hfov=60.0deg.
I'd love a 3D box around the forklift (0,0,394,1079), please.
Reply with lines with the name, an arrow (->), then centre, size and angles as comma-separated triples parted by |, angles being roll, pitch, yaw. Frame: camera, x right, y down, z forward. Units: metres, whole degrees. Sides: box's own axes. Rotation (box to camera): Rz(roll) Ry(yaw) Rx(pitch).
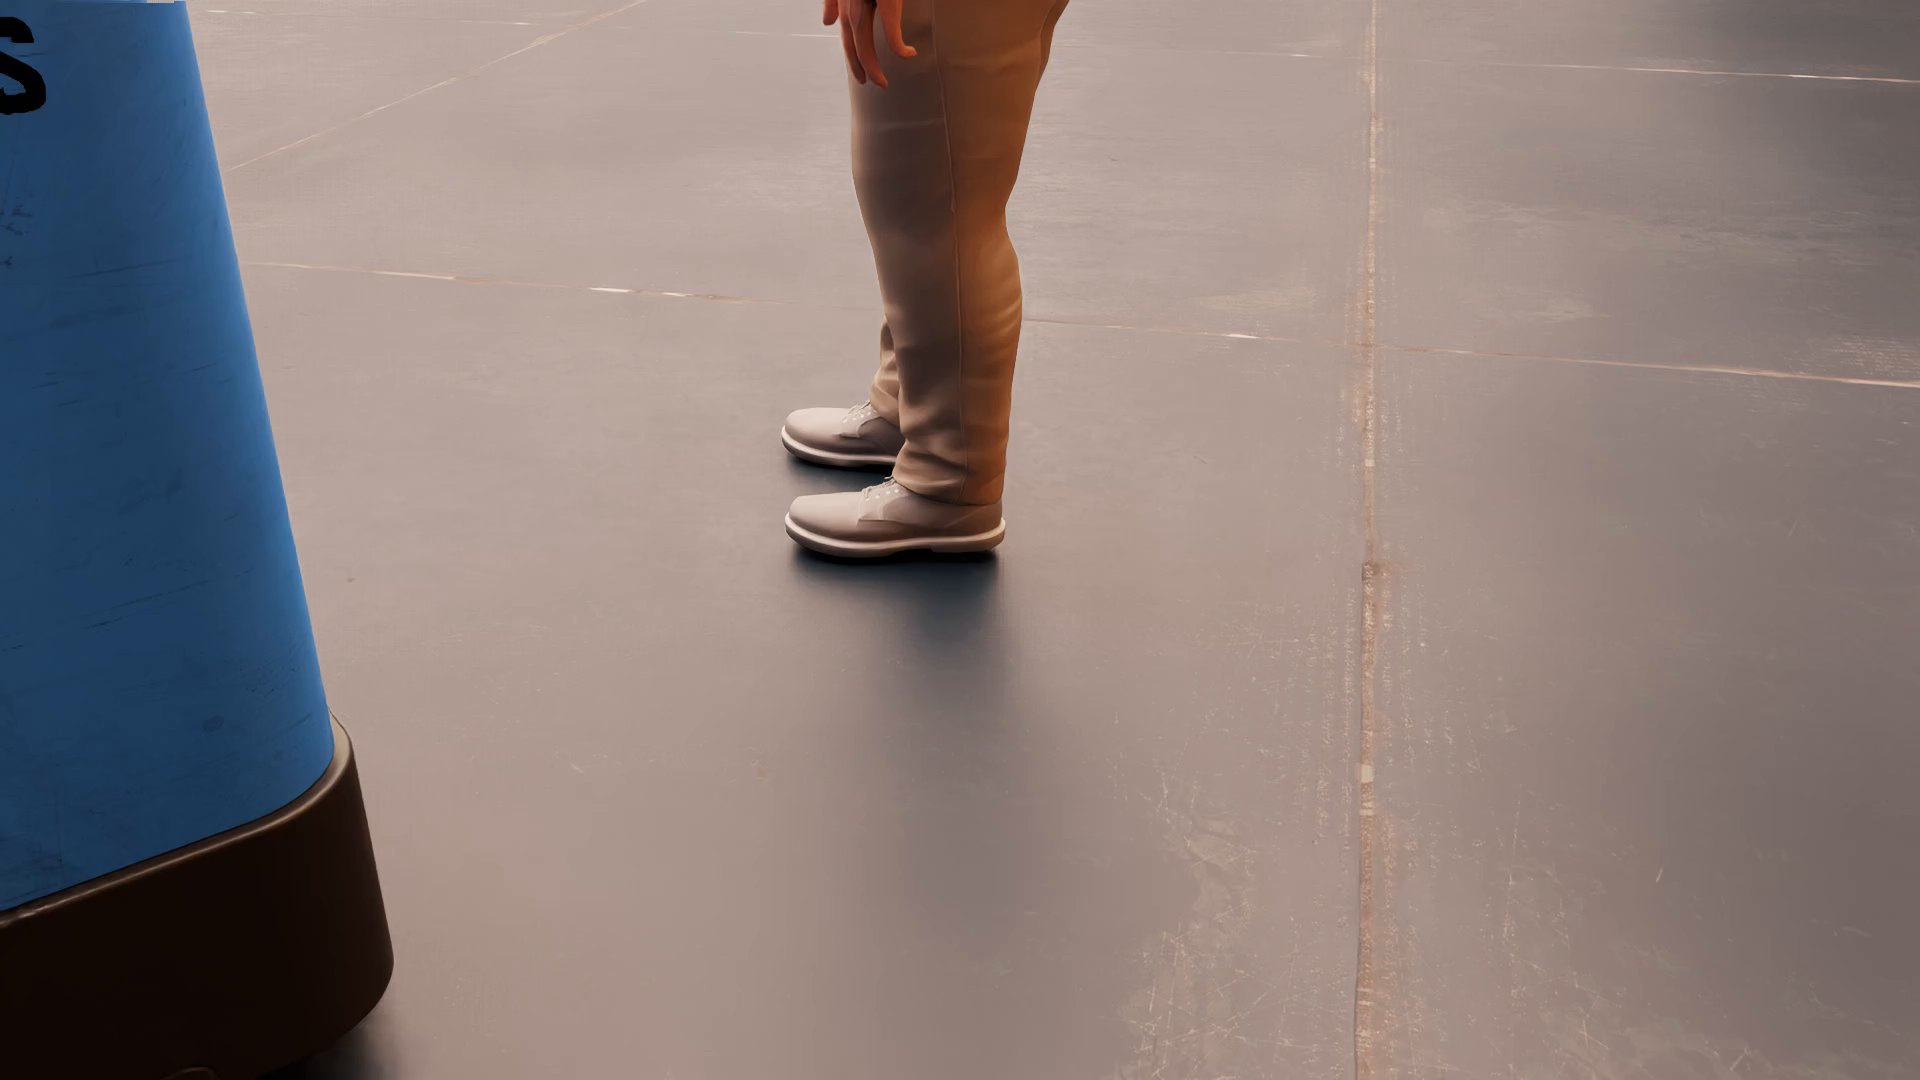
forklift -> -1.998, -0.592, 0.420 | 3.031, 2.935, 1.130 | -19, 33, -33

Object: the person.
person -> -0.085, -0.792, 2.136 | 0.551, 1.727, 0.640 | 6, 27, 11
